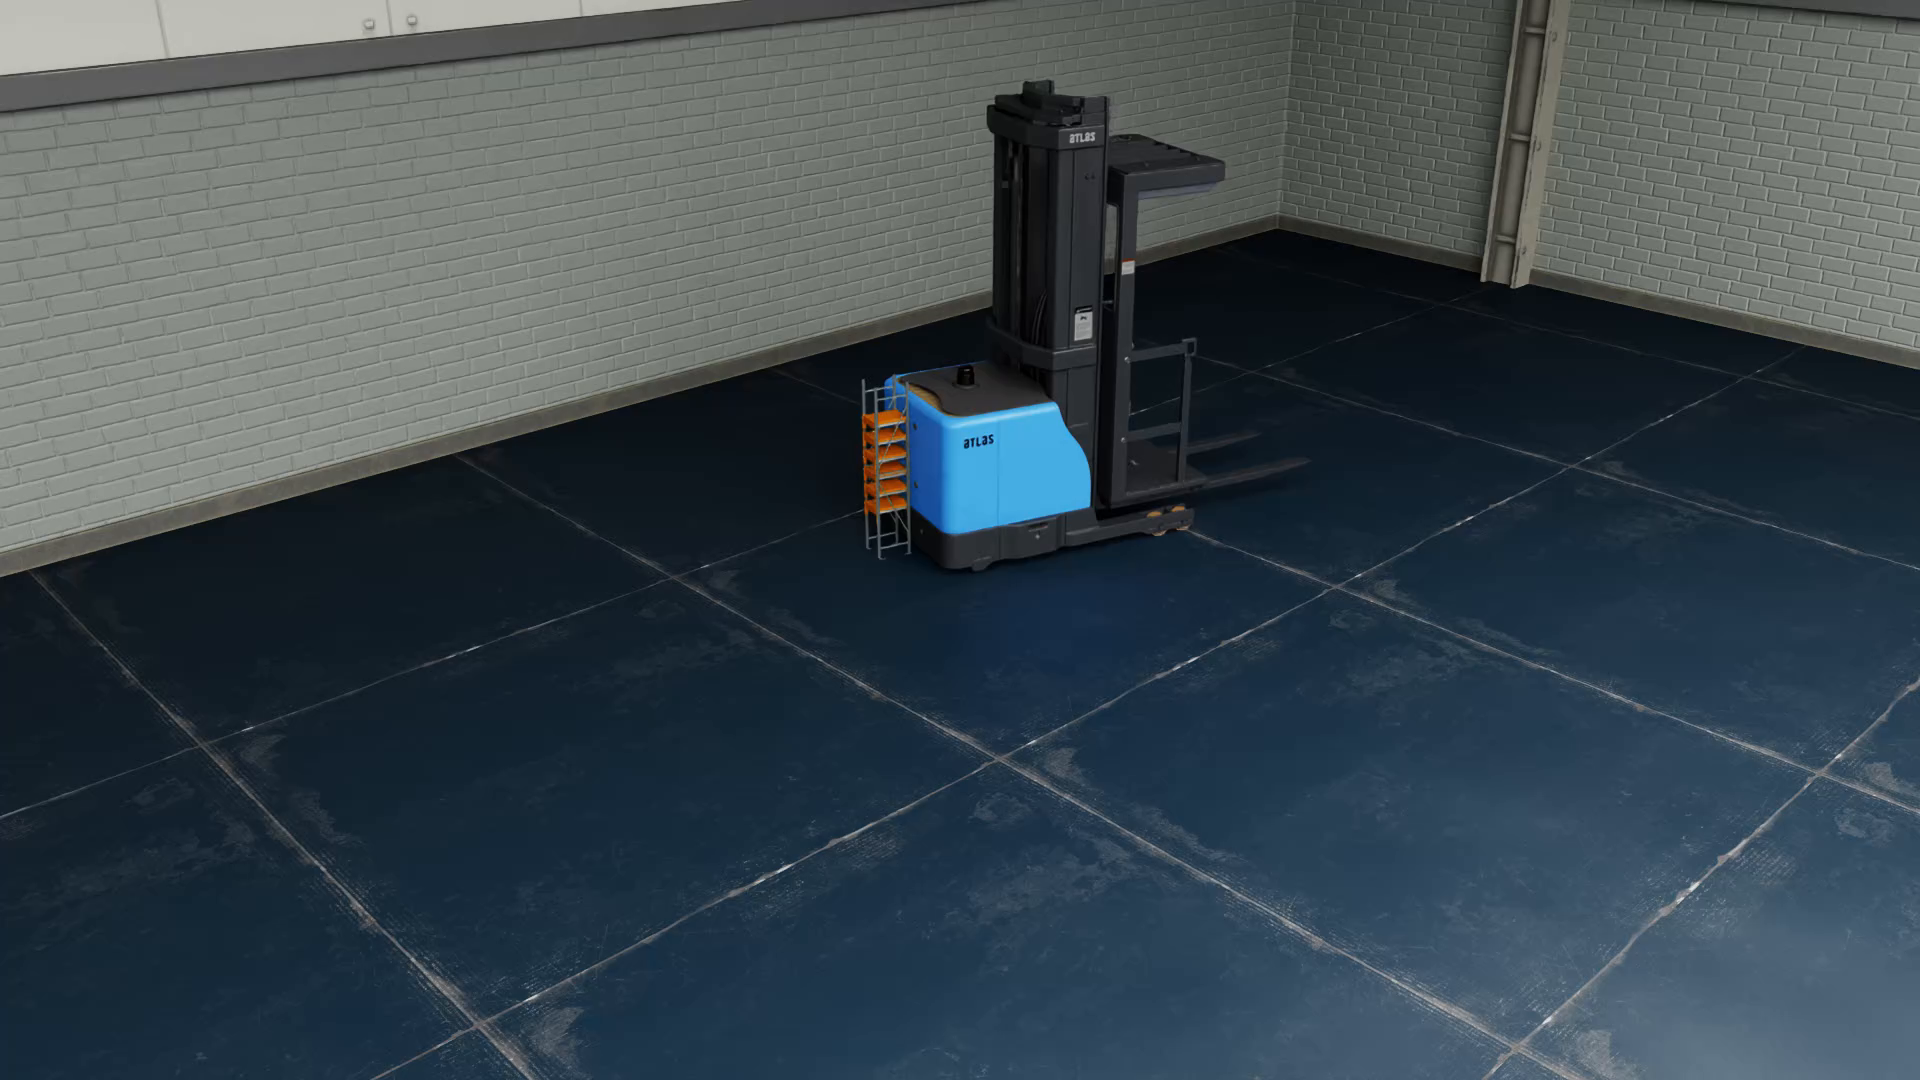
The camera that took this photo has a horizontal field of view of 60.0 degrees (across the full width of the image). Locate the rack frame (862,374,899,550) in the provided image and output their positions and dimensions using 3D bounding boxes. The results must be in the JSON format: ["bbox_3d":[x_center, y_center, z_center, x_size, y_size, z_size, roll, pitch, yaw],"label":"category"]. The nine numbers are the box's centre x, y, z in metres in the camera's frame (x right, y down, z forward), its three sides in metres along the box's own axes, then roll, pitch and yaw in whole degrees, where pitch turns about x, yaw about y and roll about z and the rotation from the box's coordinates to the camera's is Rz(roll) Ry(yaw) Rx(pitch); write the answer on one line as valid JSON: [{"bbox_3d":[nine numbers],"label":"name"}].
[{"bbox_3d":[-0.521,-0.501,10.902,0.240,1.200,0.006,-13,27,-26],"label":"rack frame"}]

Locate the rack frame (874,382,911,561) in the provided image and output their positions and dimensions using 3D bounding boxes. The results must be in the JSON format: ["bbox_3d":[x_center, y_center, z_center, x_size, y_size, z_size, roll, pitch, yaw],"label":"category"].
[{"bbox_3d":[-0.434,-0.434,10.755,0.240,1.200,0.006,-13,27,-26],"label":"rack frame"}]

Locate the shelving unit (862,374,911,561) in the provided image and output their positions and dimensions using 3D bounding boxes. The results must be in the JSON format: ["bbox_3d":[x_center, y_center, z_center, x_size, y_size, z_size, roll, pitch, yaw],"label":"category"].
[{"bbox_3d":[-0.478,-0.467,10.829,0.258,1.200,0.189,-13,27,-26],"label":"shelving unit"}]

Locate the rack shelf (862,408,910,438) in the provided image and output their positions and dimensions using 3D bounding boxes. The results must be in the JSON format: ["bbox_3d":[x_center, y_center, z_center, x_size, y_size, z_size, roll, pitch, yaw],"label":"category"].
[{"bbox_3d":[-0.478,-0.754,10.698,0.258,0.103,0.180,-13,27,-26],"label":"rack shelf"}]

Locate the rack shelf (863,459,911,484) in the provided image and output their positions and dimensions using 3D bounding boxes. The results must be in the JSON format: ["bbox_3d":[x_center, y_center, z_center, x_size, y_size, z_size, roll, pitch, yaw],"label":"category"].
[{"bbox_3d":[-0.478,-0.427,10.847,0.258,0.103,0.180,-13,27,-26],"label":"rack shelf"}]

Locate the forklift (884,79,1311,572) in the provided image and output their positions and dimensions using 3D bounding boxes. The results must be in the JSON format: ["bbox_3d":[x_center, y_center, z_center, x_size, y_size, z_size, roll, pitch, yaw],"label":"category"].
[{"bbox_3d":[1.031,-1.542,11.099,3.031,2.935,1.130,-12,27,-24],"label":"forklift"}]

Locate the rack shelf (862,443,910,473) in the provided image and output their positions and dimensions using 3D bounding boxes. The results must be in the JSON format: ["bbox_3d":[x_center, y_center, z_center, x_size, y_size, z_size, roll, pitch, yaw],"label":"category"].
[{"bbox_3d":[-0.478,-0.536,10.797,0.258,0.103,0.180,-13,27,-26],"label":"rack shelf"}]

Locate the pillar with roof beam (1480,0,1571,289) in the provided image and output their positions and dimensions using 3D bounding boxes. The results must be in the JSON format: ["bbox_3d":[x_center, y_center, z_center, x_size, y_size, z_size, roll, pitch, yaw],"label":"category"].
[{"bbox_3d":[2.442,-5.519,12.505,9.100,9.000,0.400,-21,32,-38],"label":"pillar with roof beam"}]

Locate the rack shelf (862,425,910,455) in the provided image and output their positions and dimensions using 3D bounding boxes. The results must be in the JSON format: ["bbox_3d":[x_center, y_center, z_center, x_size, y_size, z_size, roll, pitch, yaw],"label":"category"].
[{"bbox_3d":[-0.478,-0.645,10.748,0.258,0.103,0.180,-13,27,-26],"label":"rack shelf"}]

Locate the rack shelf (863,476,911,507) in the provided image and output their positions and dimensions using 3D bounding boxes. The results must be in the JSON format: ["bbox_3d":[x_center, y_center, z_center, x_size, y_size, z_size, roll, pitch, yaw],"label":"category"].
[{"bbox_3d":[-0.478,-0.318,10.897,0.258,0.103,0.180,-13,27,-26],"label":"rack shelf"}]

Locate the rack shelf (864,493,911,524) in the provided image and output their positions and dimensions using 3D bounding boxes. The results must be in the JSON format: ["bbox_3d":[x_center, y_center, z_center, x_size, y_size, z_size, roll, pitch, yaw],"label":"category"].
[{"bbox_3d":[-0.478,-0.209,10.947,0.258,0.103,0.180,-13,27,-26],"label":"rack shelf"}]
